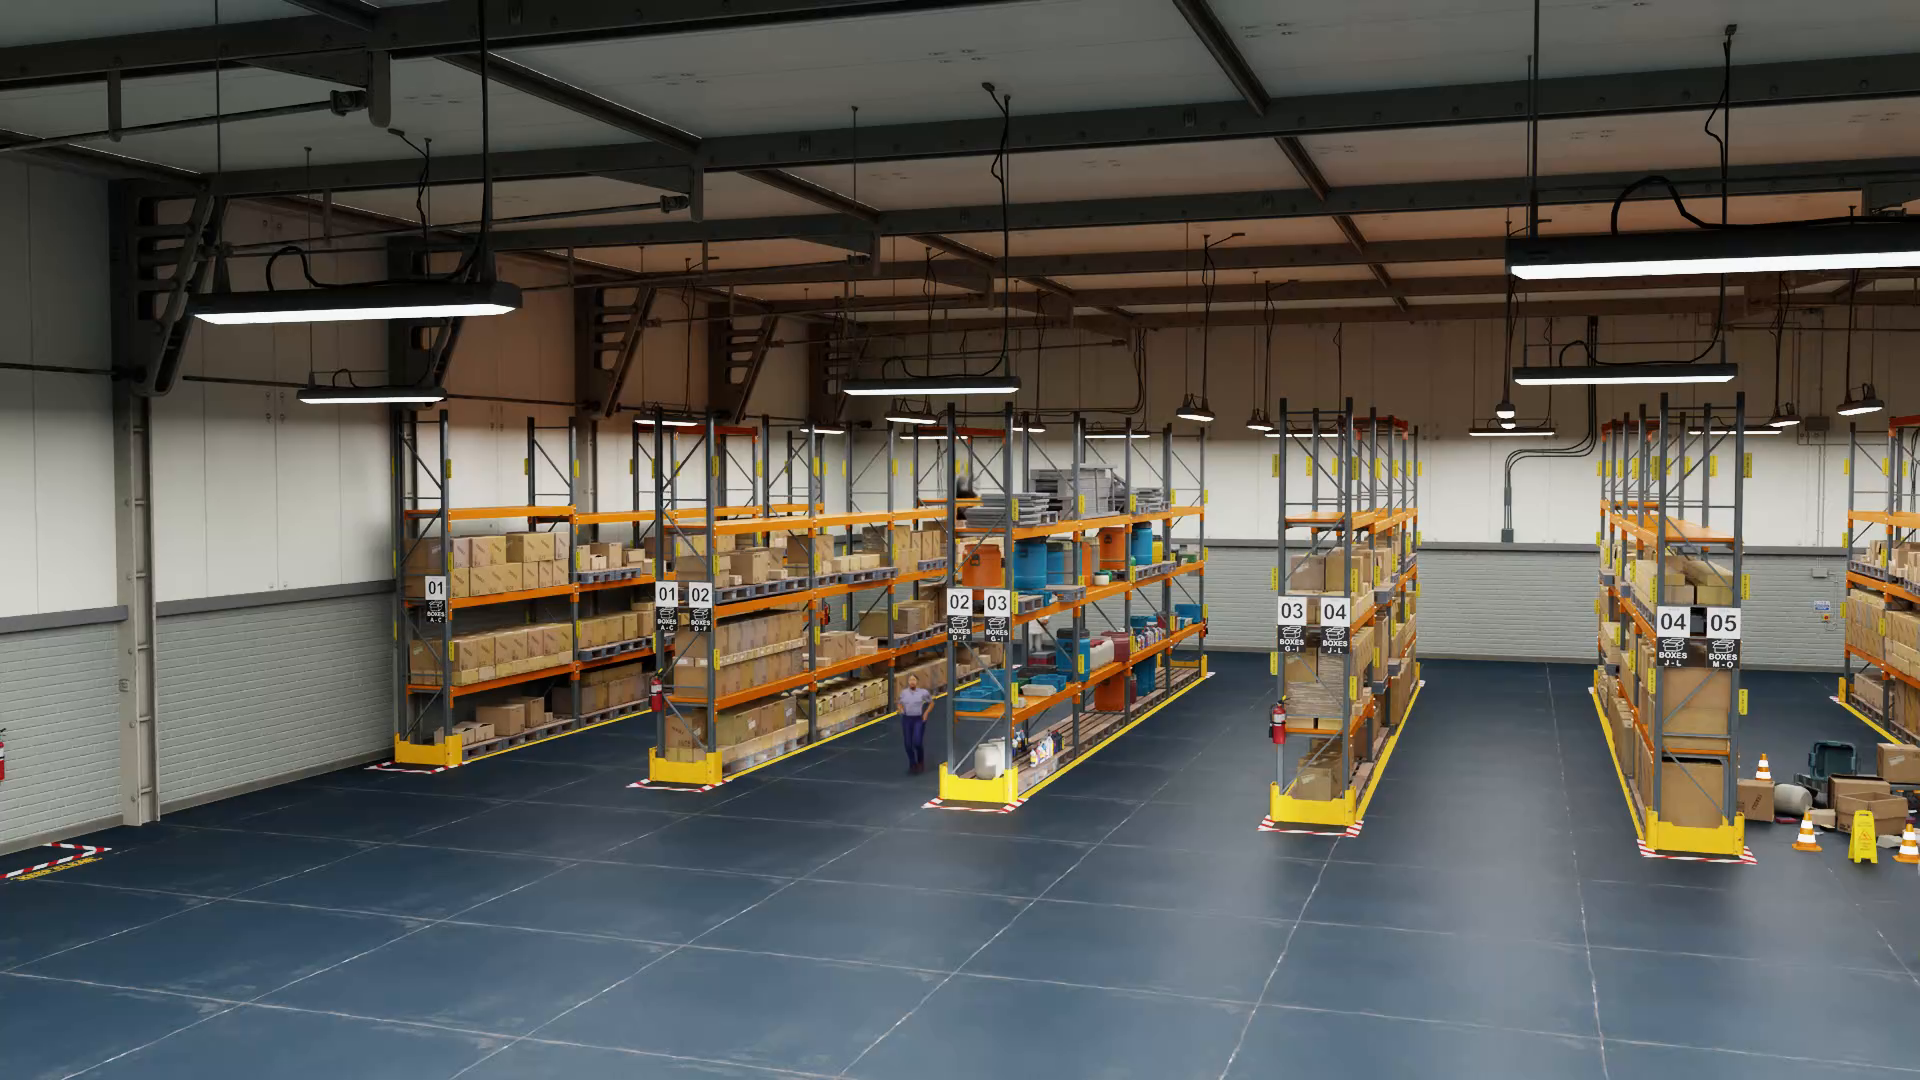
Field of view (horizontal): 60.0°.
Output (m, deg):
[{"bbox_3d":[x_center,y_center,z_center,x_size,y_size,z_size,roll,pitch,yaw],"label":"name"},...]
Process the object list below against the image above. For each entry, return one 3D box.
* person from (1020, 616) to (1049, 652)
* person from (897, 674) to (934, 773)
[{"bbox_3d":[1.714,2.184,38.354,0.678,1.854,0.758,0,2,7],"label":"person"},{"bbox_3d":[-0.766,3.020,27.315,0.589,1.627,0.590,1,3,12],"label":"person"}]
